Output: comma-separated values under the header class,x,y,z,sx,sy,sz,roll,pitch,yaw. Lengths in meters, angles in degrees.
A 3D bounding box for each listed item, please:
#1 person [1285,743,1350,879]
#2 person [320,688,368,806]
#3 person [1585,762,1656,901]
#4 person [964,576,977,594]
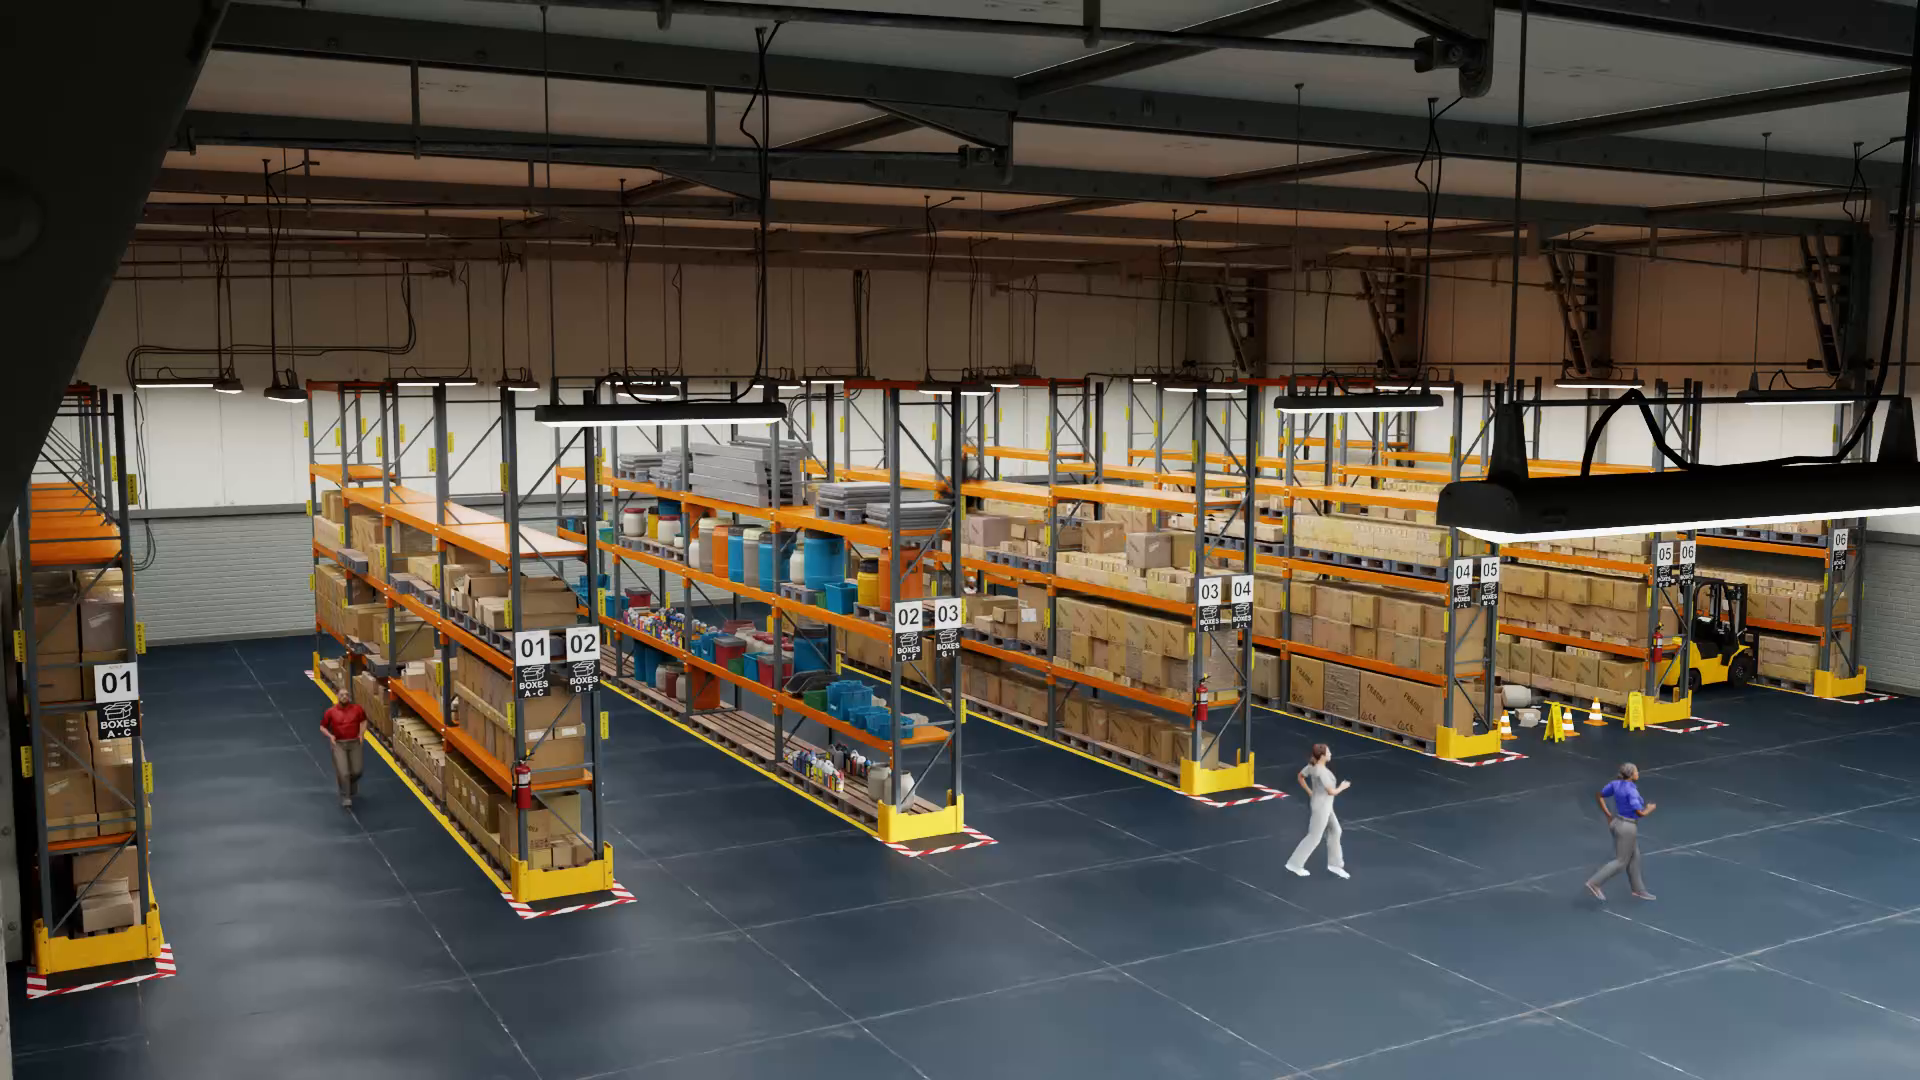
class,x,y,z,sx,sy,sz,roll,pitch,yaw
person,4.399,3.326,20.368,0.826,1.716,0.540,0,6,1
person,-8.823,2.958,23.885,0.660,1.674,0.611,-3,7,-29
person,7.756,3.419,19.461,0.900,1.662,0.604,0,6,-4
person,0.214,1.644,36.331,0.582,1.726,0.775,-4,7,-35
